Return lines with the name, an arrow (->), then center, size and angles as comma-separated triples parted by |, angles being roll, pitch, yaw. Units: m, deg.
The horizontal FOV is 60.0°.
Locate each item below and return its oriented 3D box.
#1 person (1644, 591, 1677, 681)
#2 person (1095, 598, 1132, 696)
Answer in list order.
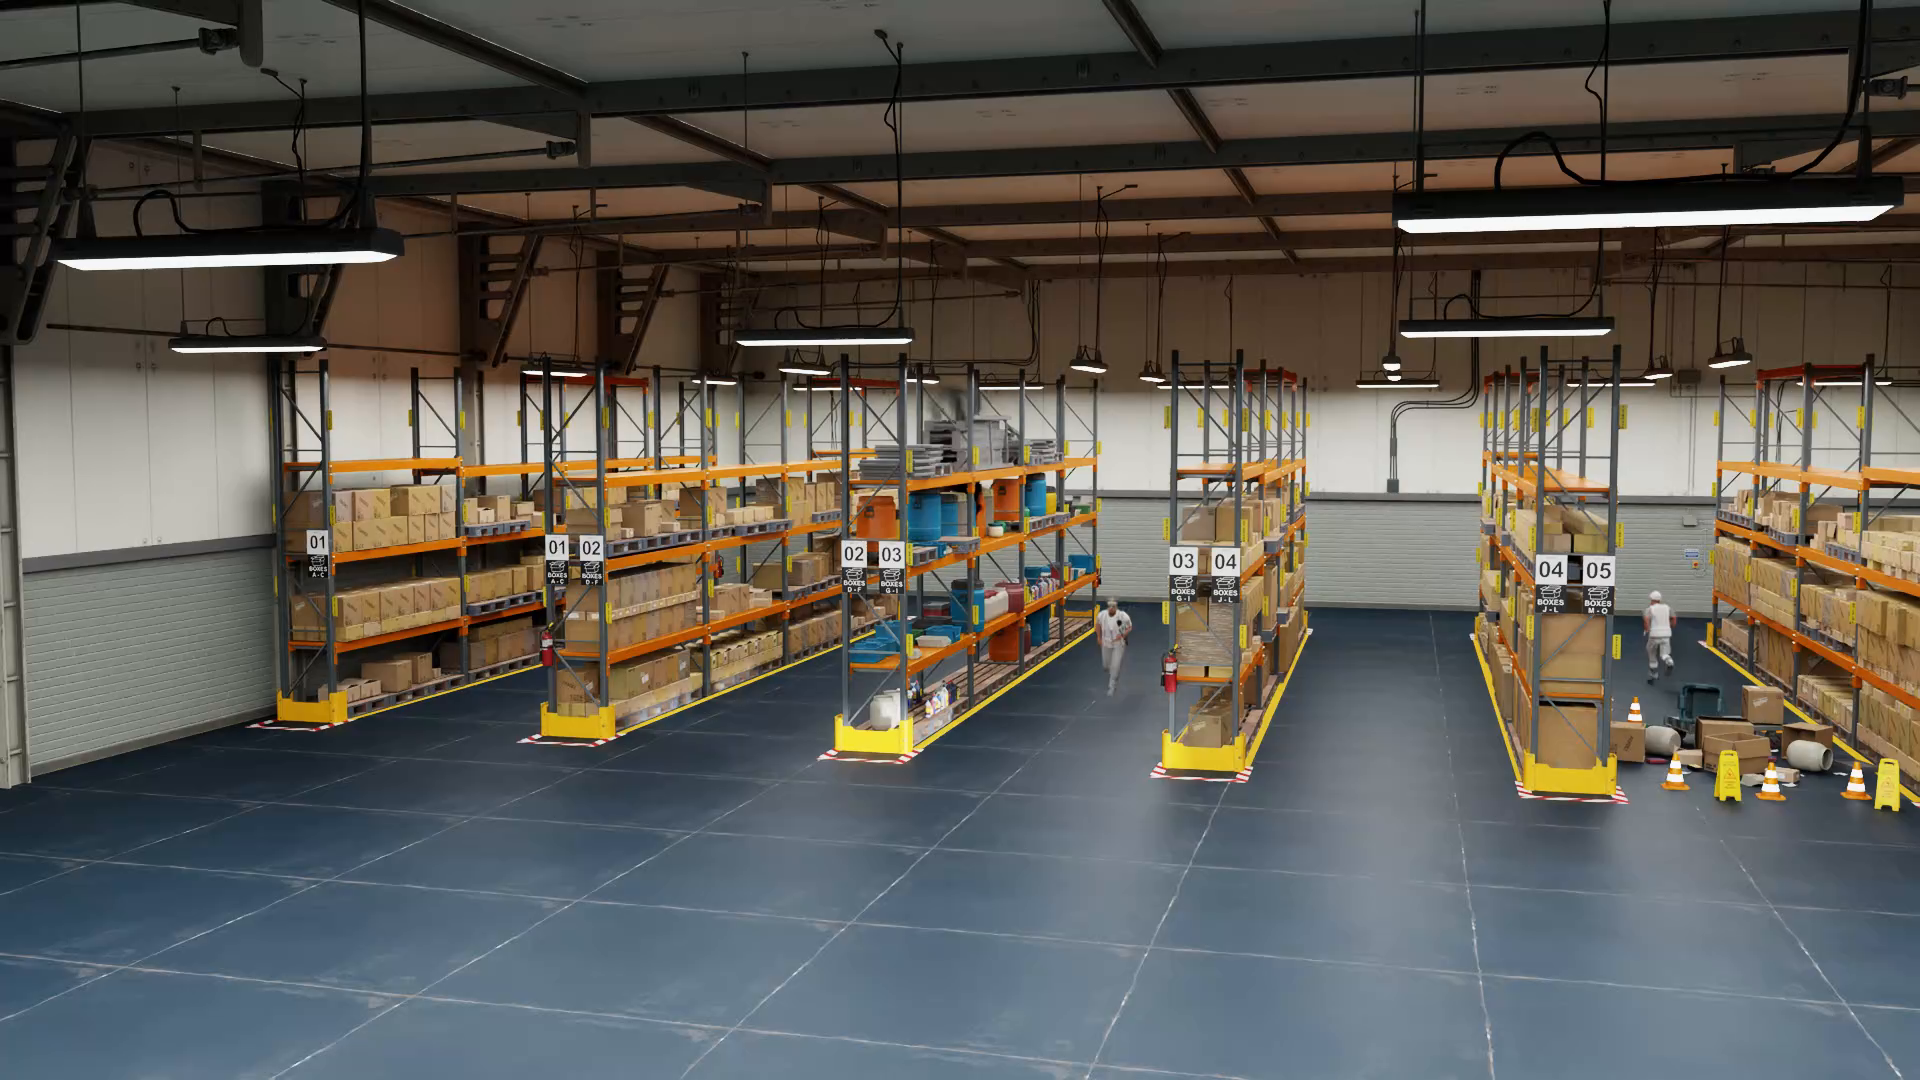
person -> 13.304, 1.874, 31.587 | 0.659, 1.771, 1.015 | 0, 4, 1
person -> 2.647, 1.821, 28.669 | 0.655, 1.711, 0.762 | 1, 4, 11
